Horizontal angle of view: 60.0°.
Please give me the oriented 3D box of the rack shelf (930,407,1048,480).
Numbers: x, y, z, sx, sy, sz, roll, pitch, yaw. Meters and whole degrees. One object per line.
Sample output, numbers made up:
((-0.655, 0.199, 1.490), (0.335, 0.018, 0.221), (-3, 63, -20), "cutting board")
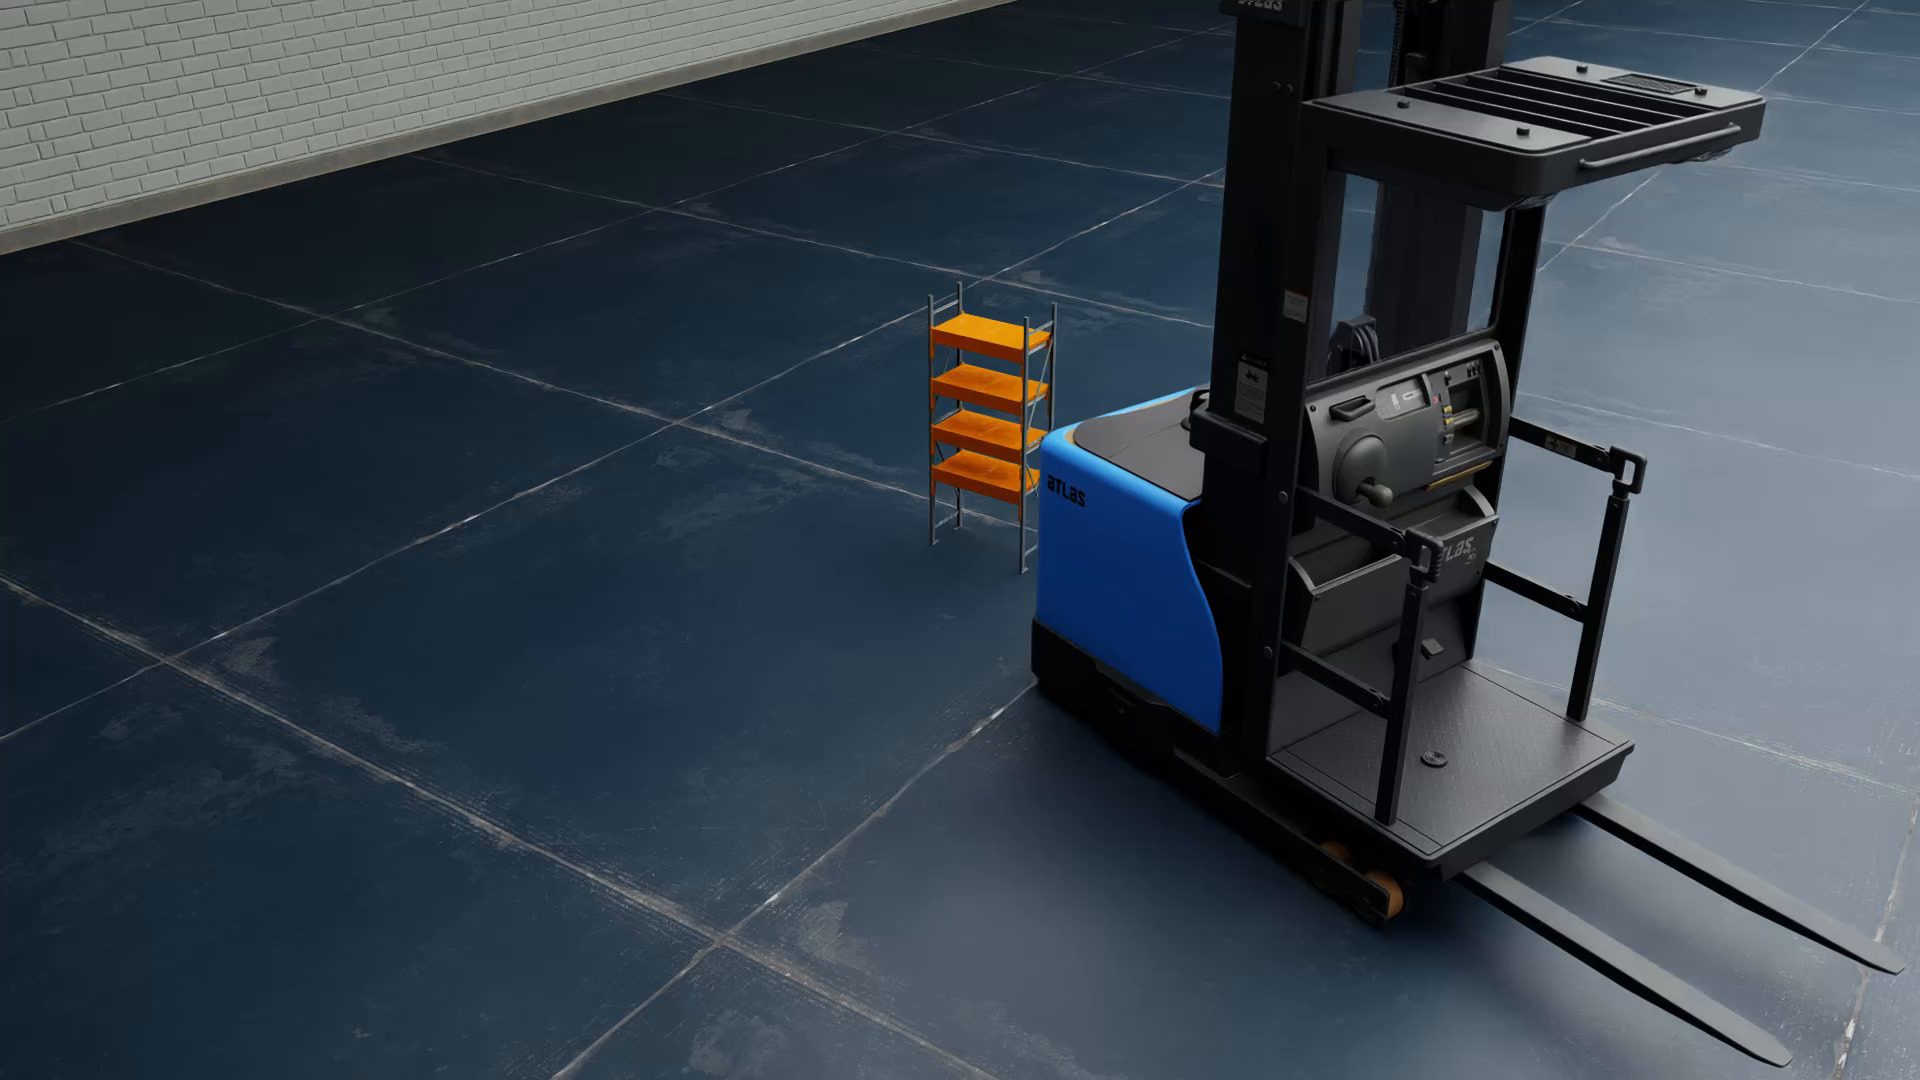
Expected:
((0.136, -0.432, 7.388), (0.480, 0.148, 0.258), (17, 32, 30), "rack shelf")

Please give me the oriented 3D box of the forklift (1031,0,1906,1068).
((1.563, -0.337, 5.144), (1.130, 2.935, 3.031), (-19, 32, -32), "forklift")

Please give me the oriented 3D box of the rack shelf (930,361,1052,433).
((0.136, -0.632, 7.286), (0.480, 0.148, 0.258), (17, 32, 30), "rack shelf")

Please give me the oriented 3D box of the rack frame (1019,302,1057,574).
((0.338, -0.430, 7.234), (0.015, 1.200, 0.240), (17, 32, 30), "rack frame")

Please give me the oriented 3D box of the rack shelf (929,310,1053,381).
((0.136, -0.842, 7.179), (0.480, 0.148, 0.258), (17, 32, 30), "rack shelf")

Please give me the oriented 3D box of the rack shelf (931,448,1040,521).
((0.136, -0.255, 7.478), (0.480, 0.148, 0.258), (17, 32, 30), "rack shelf")

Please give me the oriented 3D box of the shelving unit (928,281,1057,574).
((0.136, -0.492, 7.357), (0.503, 1.200, 0.258), (17, 32, 30), "shelving unit")

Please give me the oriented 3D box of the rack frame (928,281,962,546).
((-0.065, -0.555, 7.480), (0.015, 1.200, 0.240), (17, 32, 30), "rack frame")
